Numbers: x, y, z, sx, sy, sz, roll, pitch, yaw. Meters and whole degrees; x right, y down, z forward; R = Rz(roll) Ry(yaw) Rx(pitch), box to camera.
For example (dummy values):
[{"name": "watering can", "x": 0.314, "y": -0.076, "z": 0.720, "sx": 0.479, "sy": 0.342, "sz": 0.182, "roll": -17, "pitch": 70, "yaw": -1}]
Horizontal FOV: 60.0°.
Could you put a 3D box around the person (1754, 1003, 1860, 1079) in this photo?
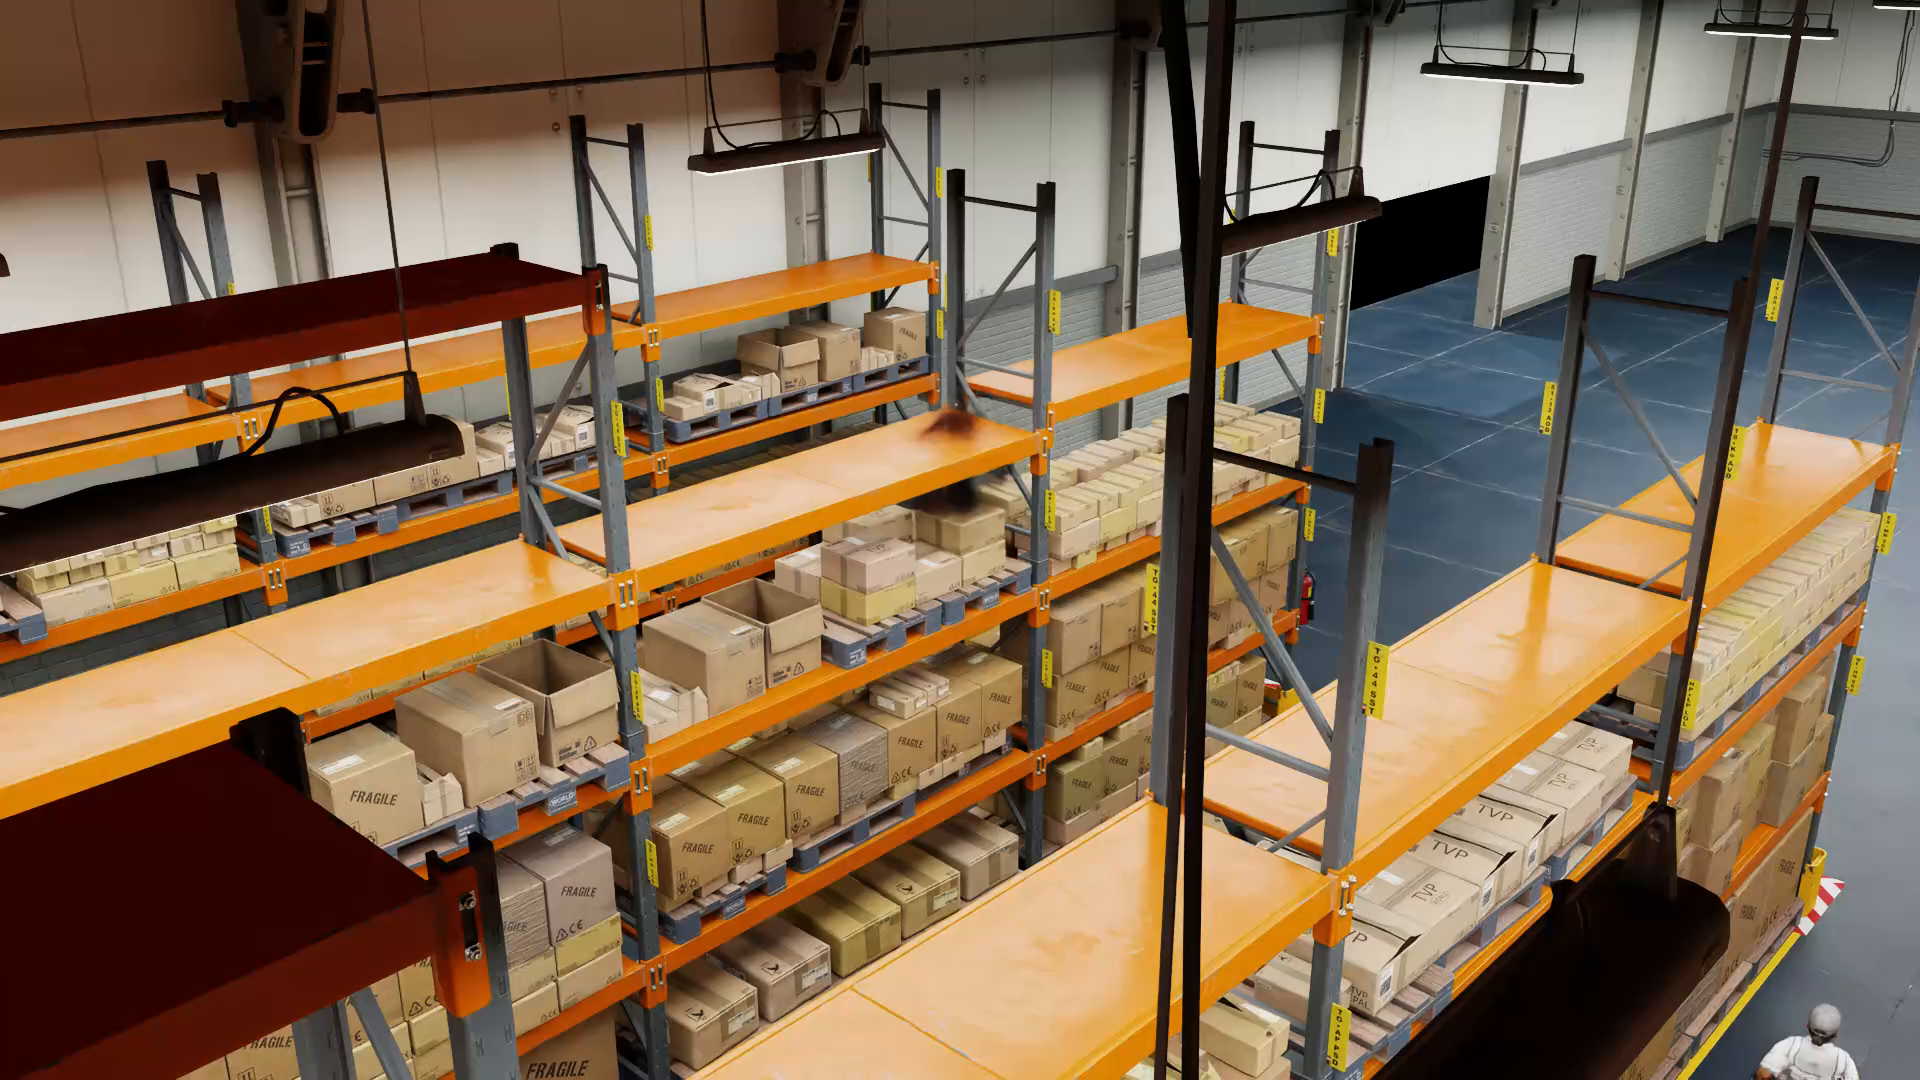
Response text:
[{"name": "person", "x": 5.233, "y": 3.657, "z": 10.325, "sx": 0.548, "sy": 1.655, "sz": 0.886, "roll": 14, "pitch": 25, "yaw": 31}]
